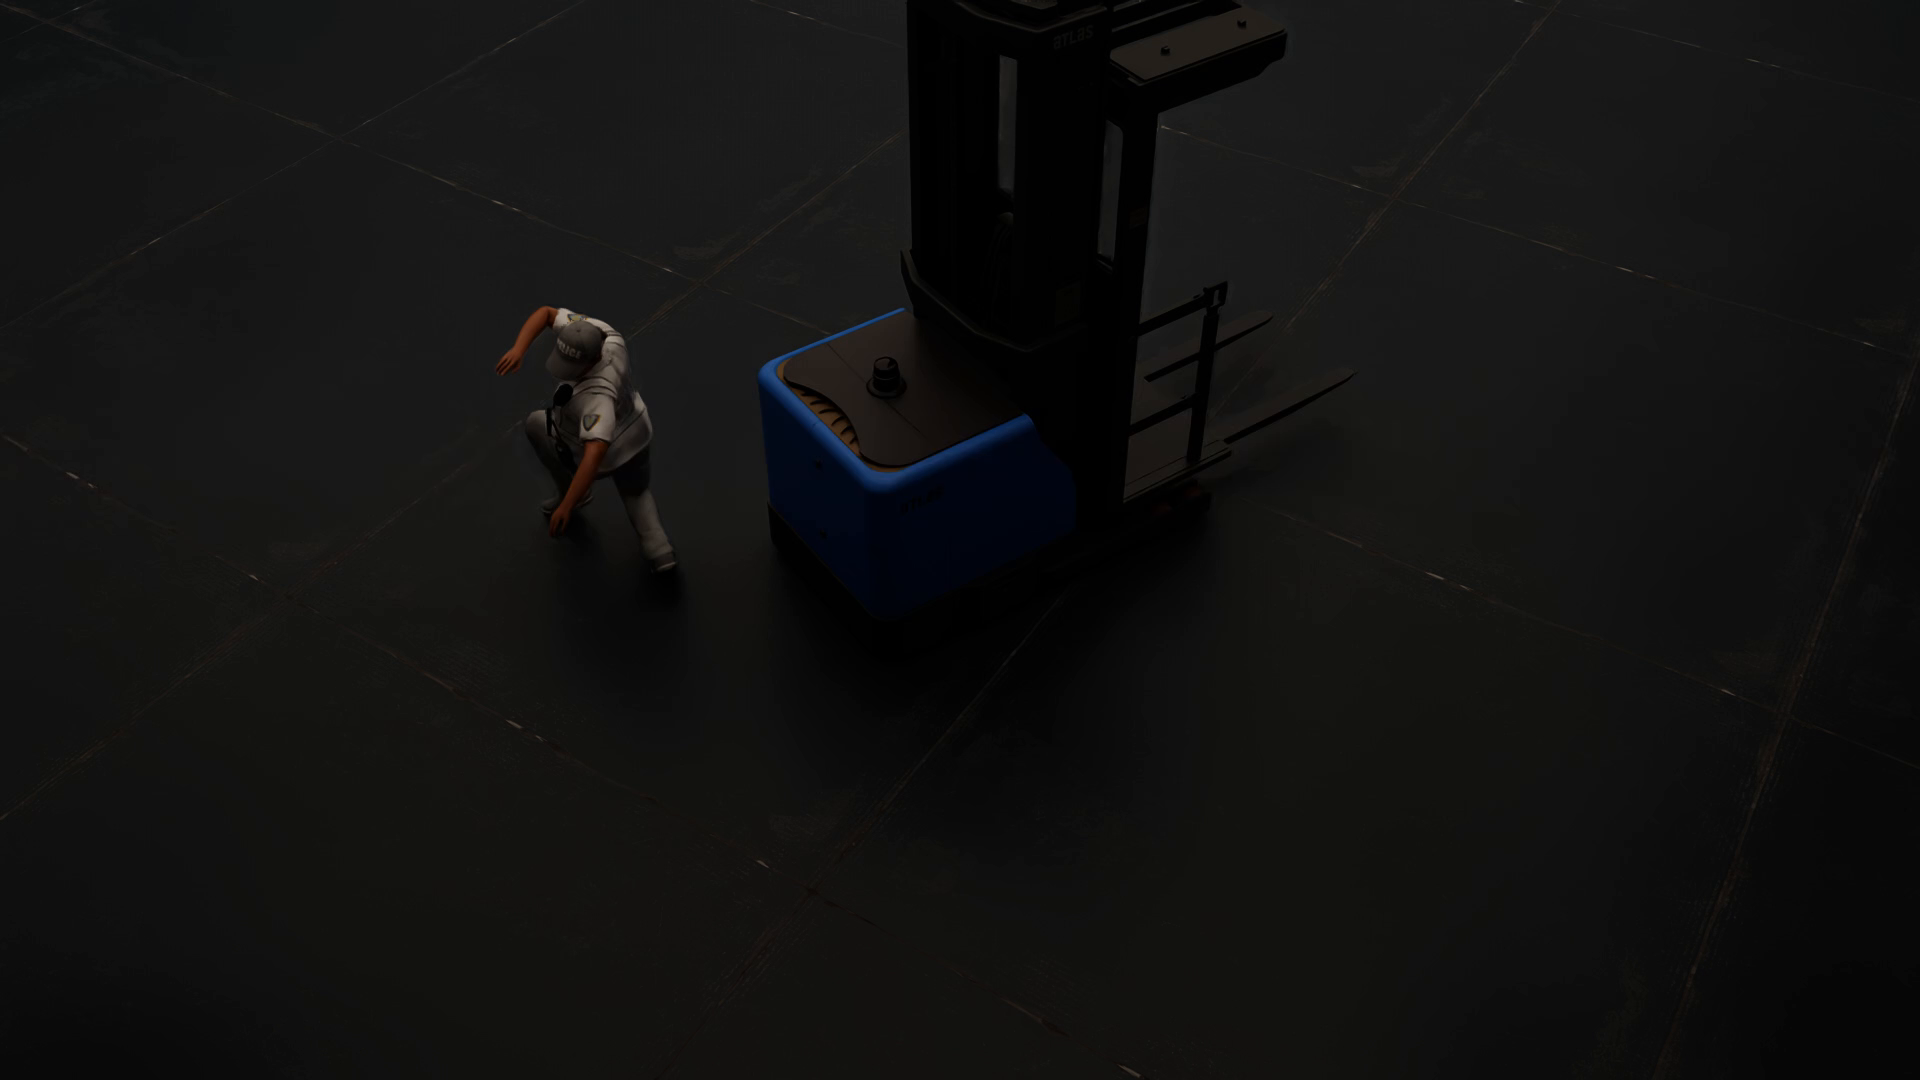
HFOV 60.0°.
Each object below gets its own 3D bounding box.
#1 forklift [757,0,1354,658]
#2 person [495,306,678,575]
[{"bbox_3d":[0.602,-1.354,7.277,3.031,2.935,1.130,-26,49,-25],"label":"forklift"},{"bbox_3d":[-1.744,-0.387,7.393,0.946,1.383,0.857,26,49,25],"label":"person"}]
